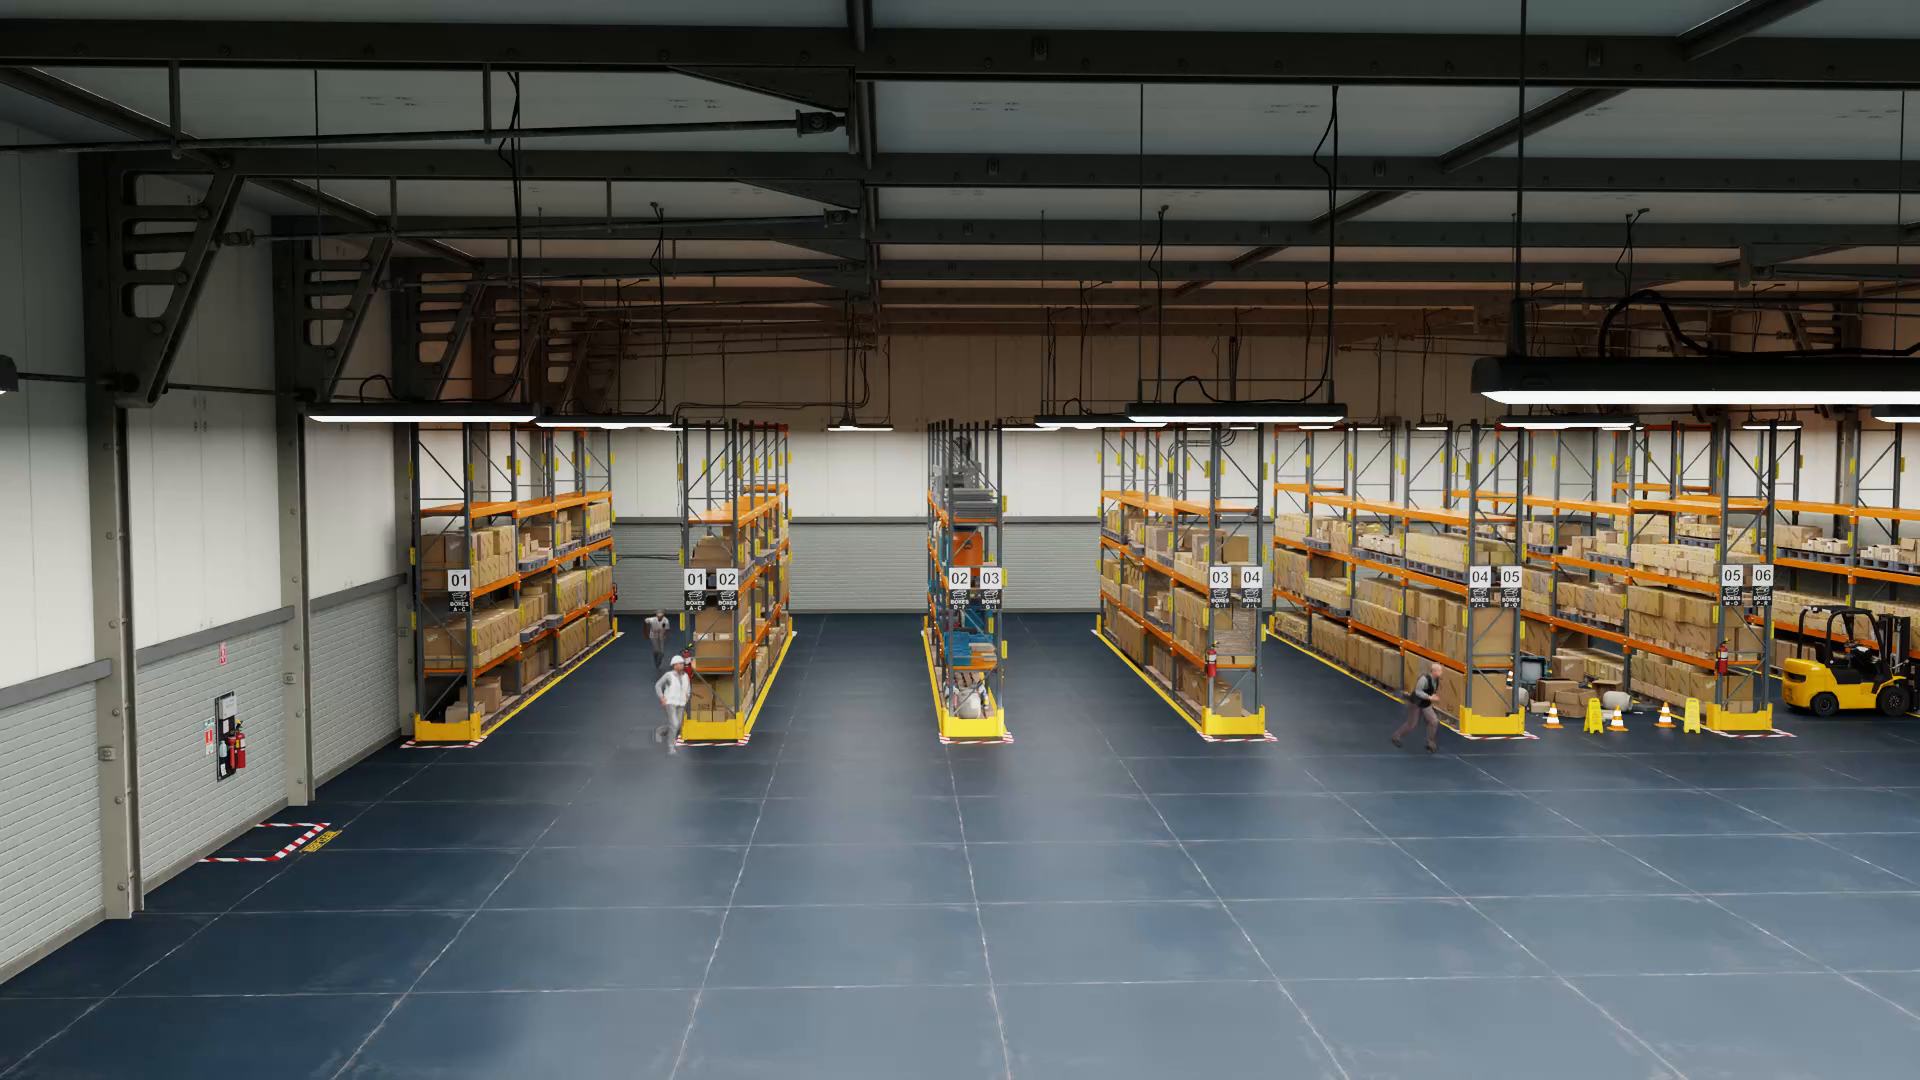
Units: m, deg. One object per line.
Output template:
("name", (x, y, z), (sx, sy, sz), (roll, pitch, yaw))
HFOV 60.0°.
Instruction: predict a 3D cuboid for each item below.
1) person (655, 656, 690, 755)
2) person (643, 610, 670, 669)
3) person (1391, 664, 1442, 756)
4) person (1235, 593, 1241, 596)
("person", (-5.173, 2.955, 30.029), (0.765, 1.733, 0.704), (3, 5, 42))
("person", (-7.325, 2.410, 40.133), (0.601, 1.491, 0.852), (-1, 4, -20))
("person", (8.204, 3.021, 29.844), (0.991, 1.682, 0.700), (4, 5, 44))
("person", (7.943, 1.896, 46.978), (0.591, 1.716, 0.712), (1, 4, 13))
